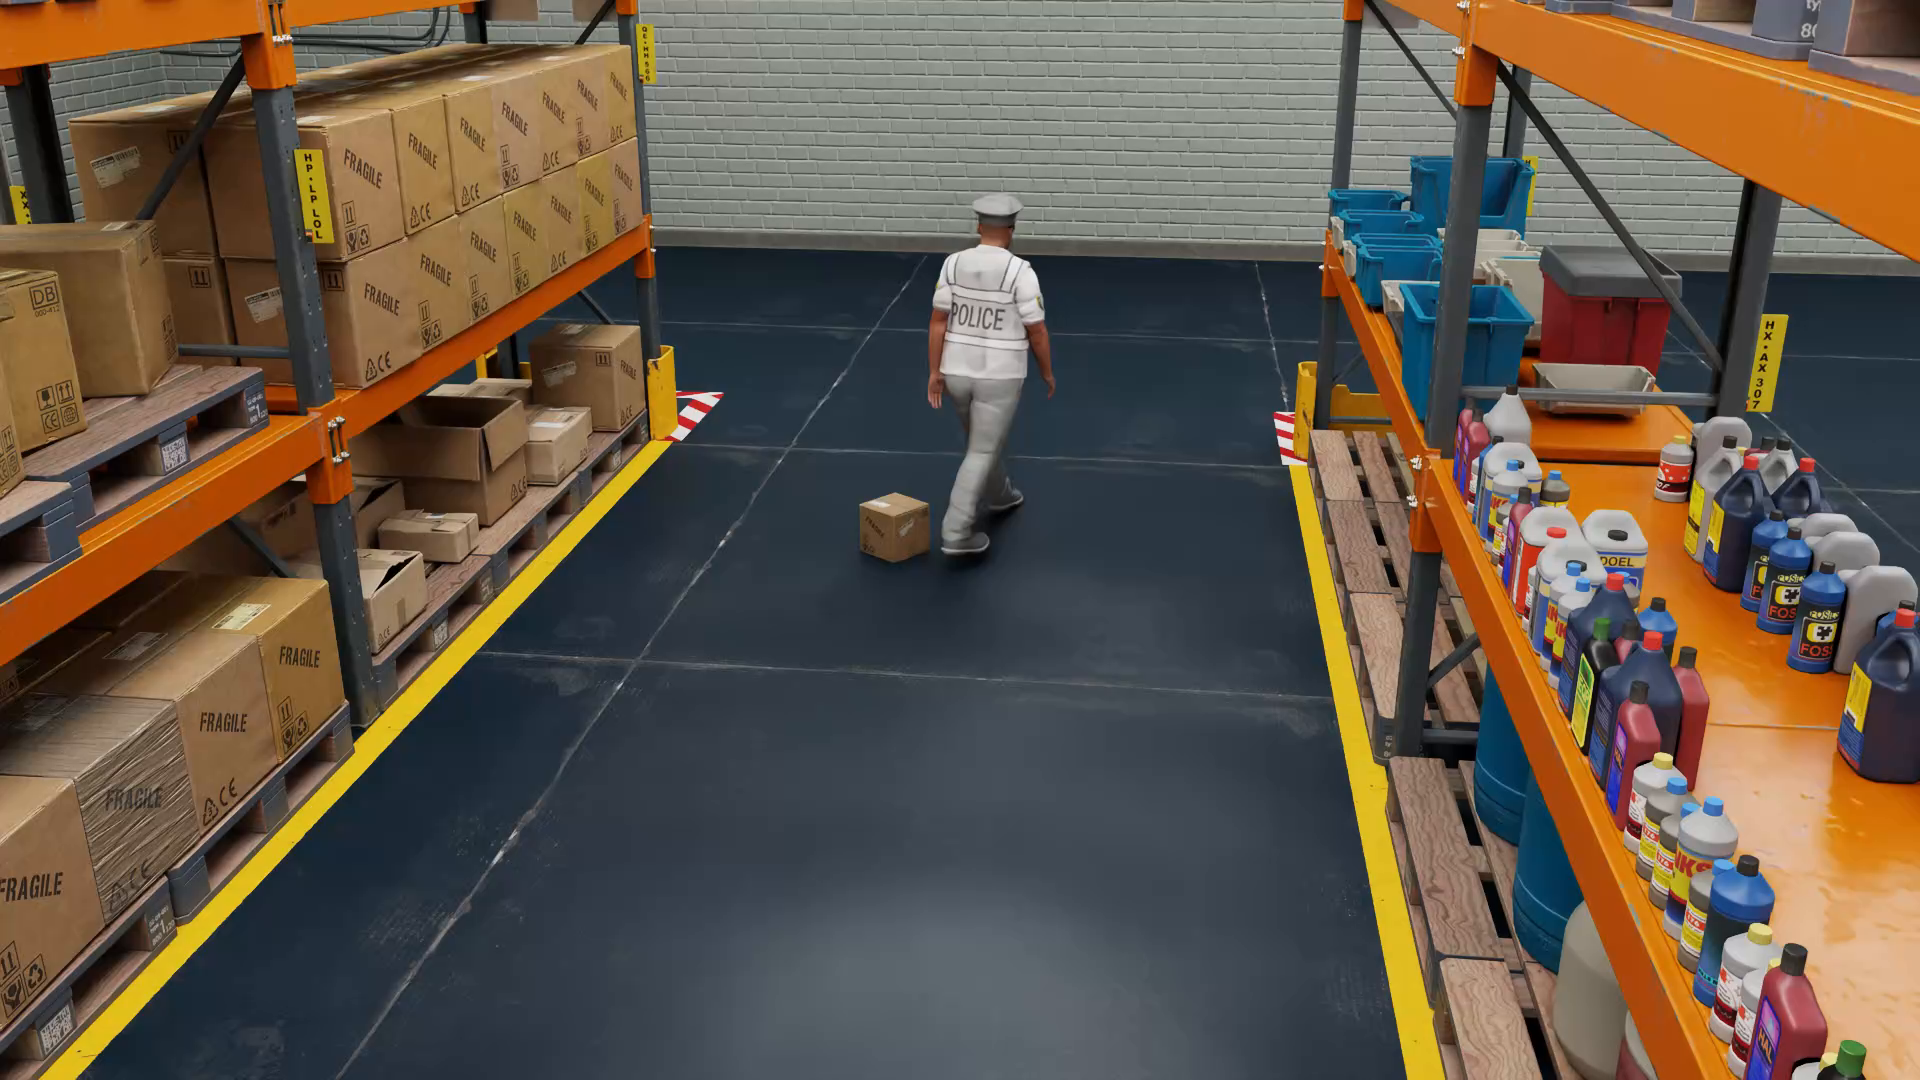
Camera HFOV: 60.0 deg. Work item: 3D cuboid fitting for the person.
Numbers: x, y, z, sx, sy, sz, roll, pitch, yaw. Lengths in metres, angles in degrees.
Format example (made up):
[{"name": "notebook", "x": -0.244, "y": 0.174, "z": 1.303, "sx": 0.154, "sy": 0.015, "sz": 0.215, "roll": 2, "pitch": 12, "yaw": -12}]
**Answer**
[{"name": "person", "x": 0.159, "y": -0.836, "z": 8.232, "sx": 0.556, "sy": 1.701, "sz": 1.047, "roll": 13, "pitch": 25, "yaw": 31}]
